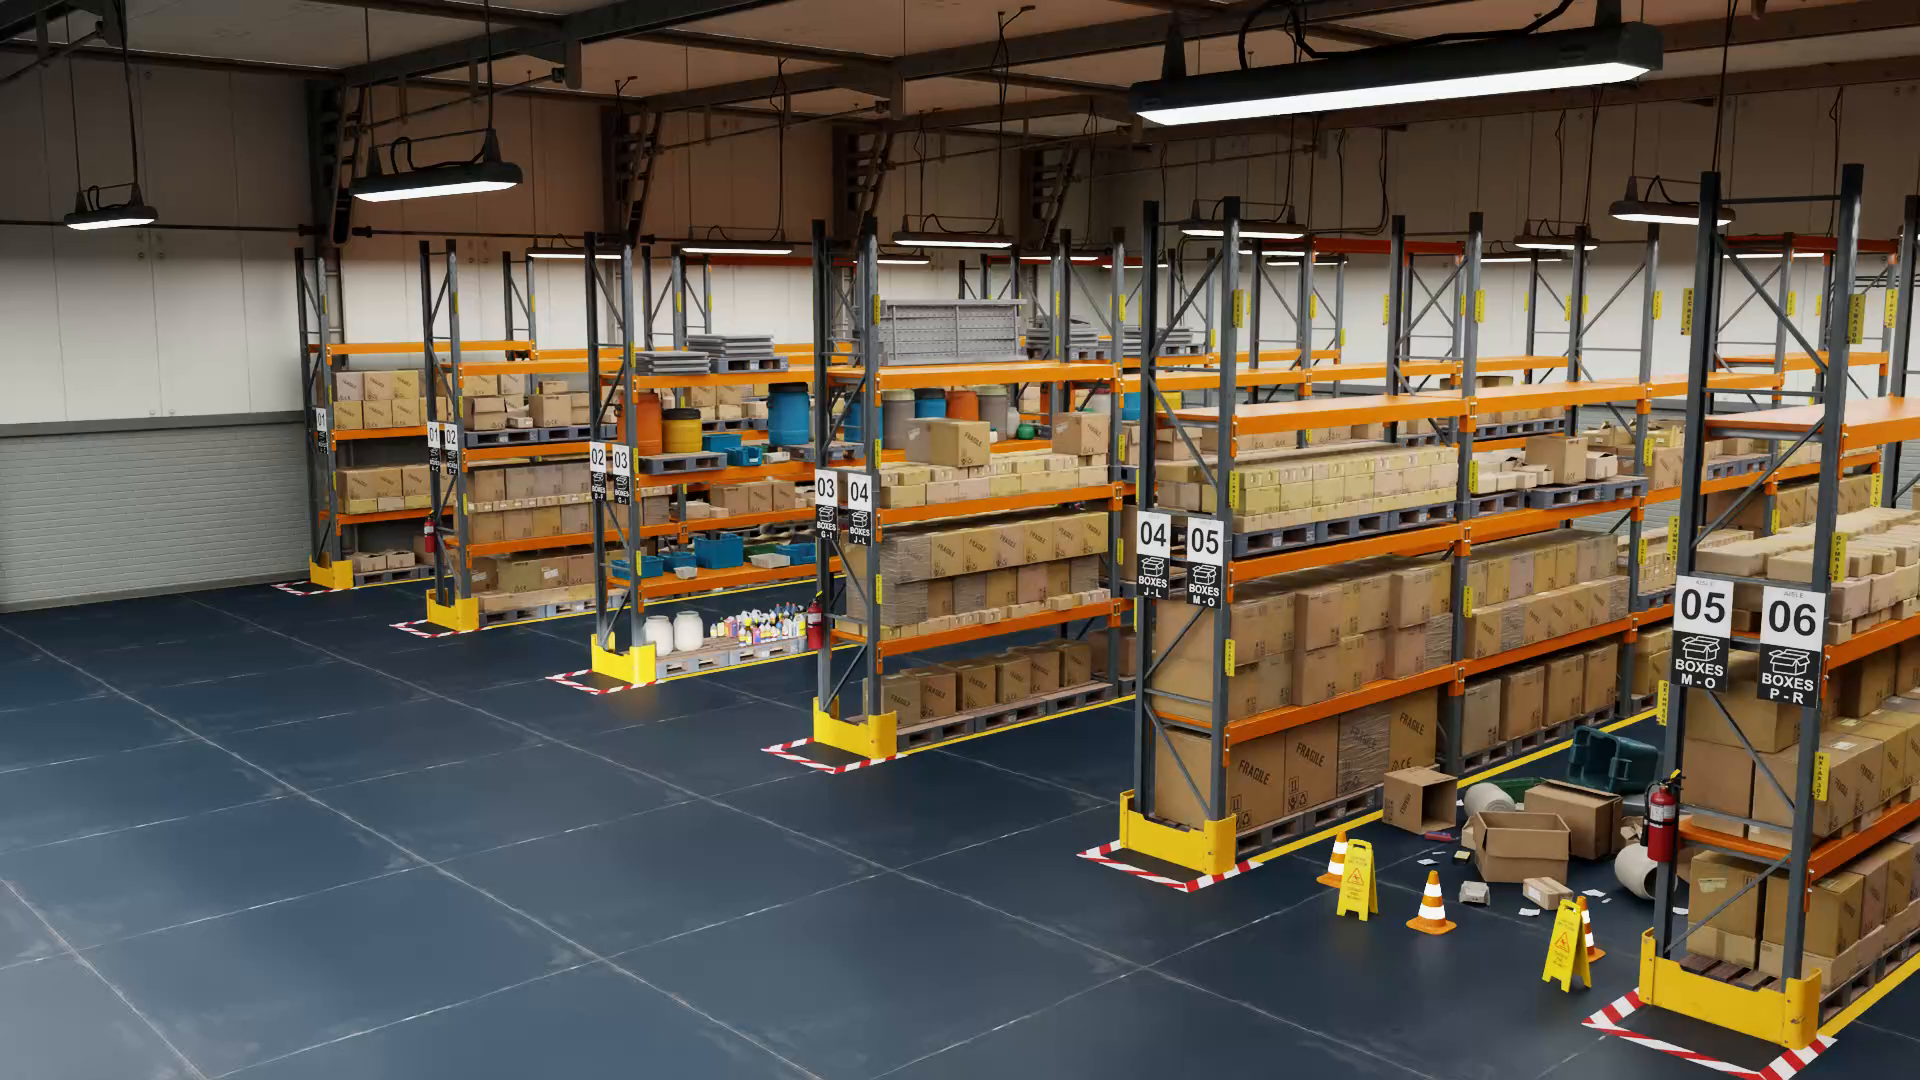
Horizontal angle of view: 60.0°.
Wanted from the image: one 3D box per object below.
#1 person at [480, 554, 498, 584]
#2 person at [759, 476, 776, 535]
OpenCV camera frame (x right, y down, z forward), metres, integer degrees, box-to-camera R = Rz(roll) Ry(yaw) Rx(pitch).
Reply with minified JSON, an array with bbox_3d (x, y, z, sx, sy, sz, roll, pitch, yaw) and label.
[{"bbox_3d":[-8.094,0.096,28.499,0.635,1.804,0.907,4,9,26],"label":"person"},{"bbox_3d":[-3.821,-0.456,32.896,0.577,1.618,0.592,-7,11,-41],"label":"person"}]
